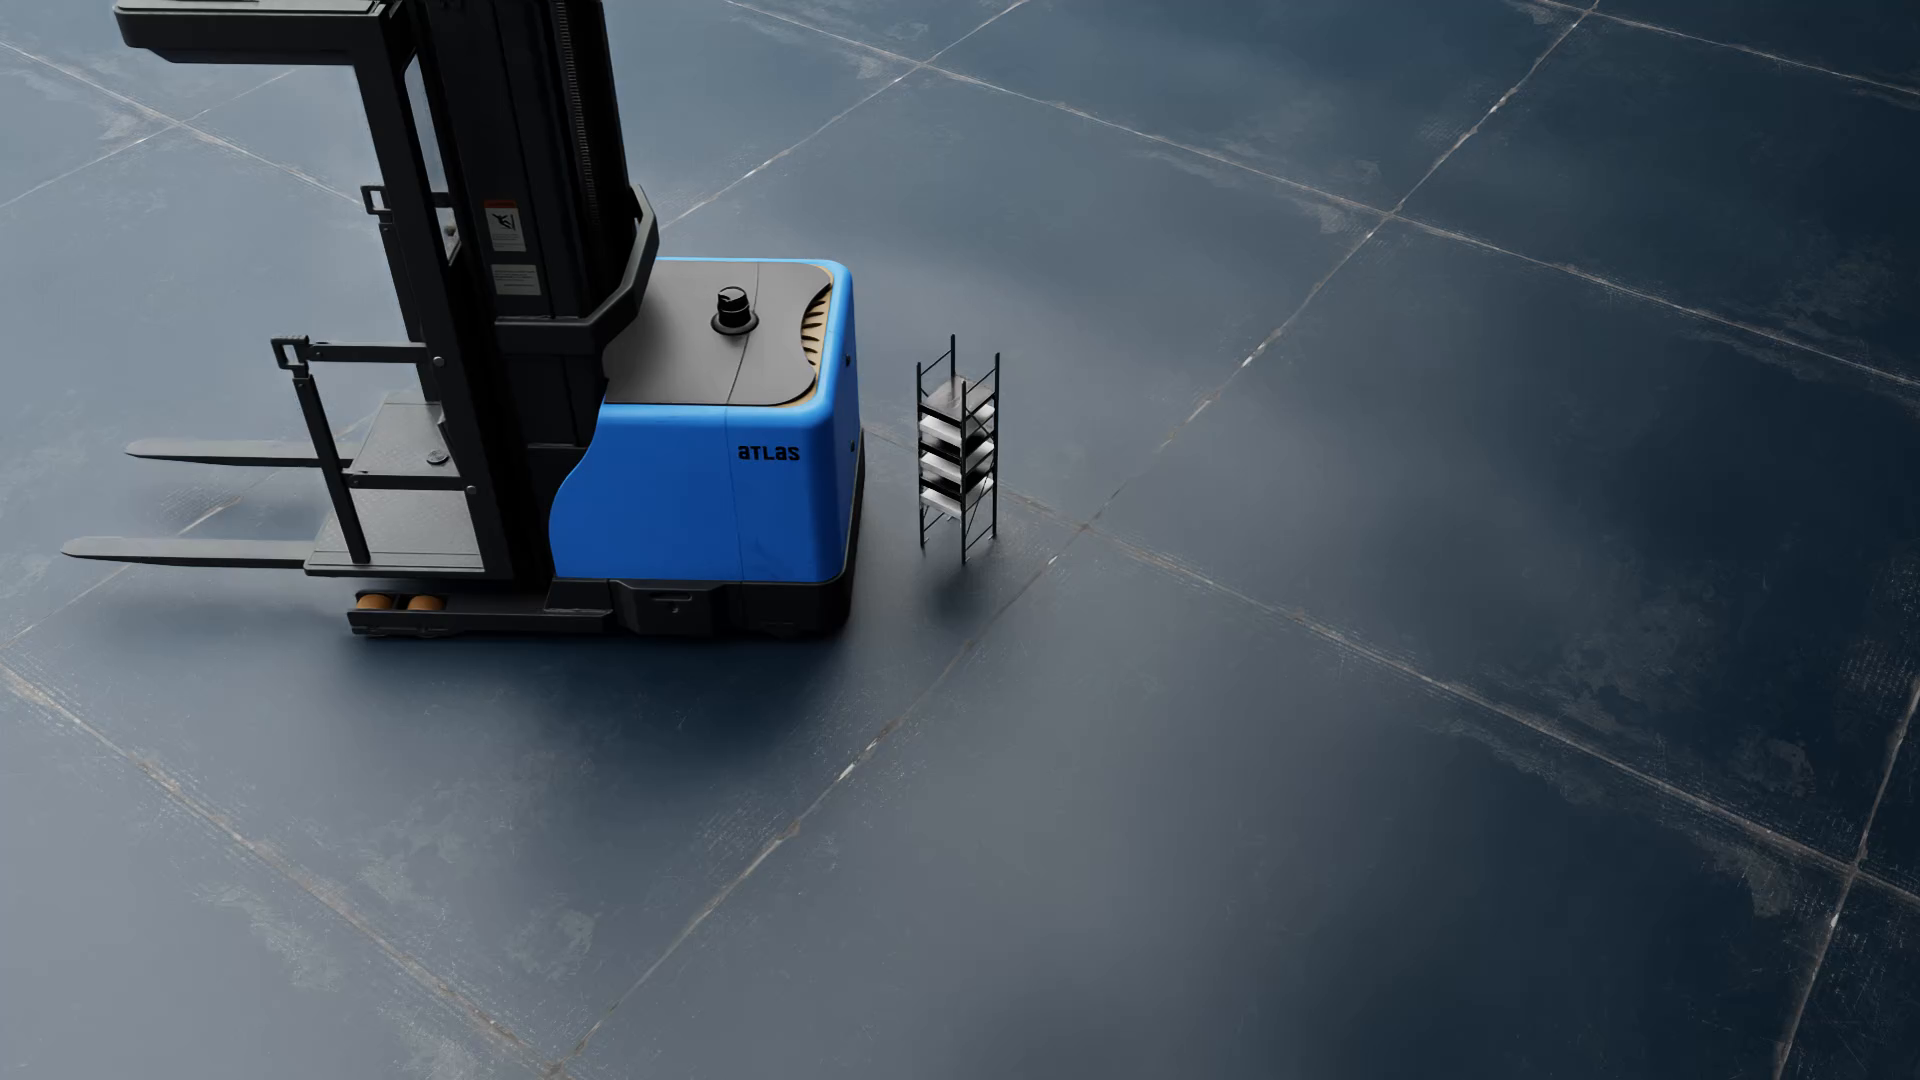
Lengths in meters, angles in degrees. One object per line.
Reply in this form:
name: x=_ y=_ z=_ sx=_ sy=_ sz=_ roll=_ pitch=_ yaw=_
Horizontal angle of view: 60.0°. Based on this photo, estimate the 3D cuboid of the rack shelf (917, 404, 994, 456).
rack shelf: x=-0.007 y=-0.448 z=6.356 sx=0.200 sy=0.077 sz=0.258 roll=25 pitch=48 yaw=25

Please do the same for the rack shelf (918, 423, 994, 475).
rack shelf: x=-0.007 y=-0.381 z=6.416 sx=0.200 sy=0.077 sz=0.258 roll=25 pitch=48 yaw=25

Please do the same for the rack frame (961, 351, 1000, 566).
rack frame: x=0.077 y=-0.300 z=6.410 sx=0.006 sy=0.900 sz=0.240 roll=25 pitch=48 yaw=25

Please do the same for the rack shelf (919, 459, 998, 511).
rack shelf: x=-0.007 y=-0.247 z=6.536 sx=0.200 sy=0.077 sz=0.258 roll=25 pitch=48 yaw=25

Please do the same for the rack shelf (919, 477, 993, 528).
rack shelf: x=-0.007 y=-0.179 z=6.596 sx=0.200 sy=0.077 sz=0.258 roll=25 pitch=48 yaw=25

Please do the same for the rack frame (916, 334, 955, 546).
rack frame: x=-0.090 y=-0.377 z=6.497 sx=0.006 sy=0.900 sz=0.240 roll=25 pitch=48 yaw=25

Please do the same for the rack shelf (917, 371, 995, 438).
rack shelf: x=-0.007 y=-0.515 z=6.296 sx=0.200 sy=0.077 sz=0.258 roll=25 pitch=48 yaw=25

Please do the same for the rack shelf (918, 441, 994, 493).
rack shelf: x=-0.007 y=-0.314 z=6.476 sx=0.200 sy=0.077 sz=0.258 roll=25 pitch=48 yaw=25

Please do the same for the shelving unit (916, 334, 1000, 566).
shelving unit: x=-0.007 y=-0.338 z=6.453 sx=0.210 sy=0.900 sz=0.258 roll=25 pitch=48 yaw=25

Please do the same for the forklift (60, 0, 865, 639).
forklift: x=-1.923 y=-1.072 z=5.750 sx=3.031 sy=2.935 sz=1.130 roll=1 pitch=42 yaw=1
